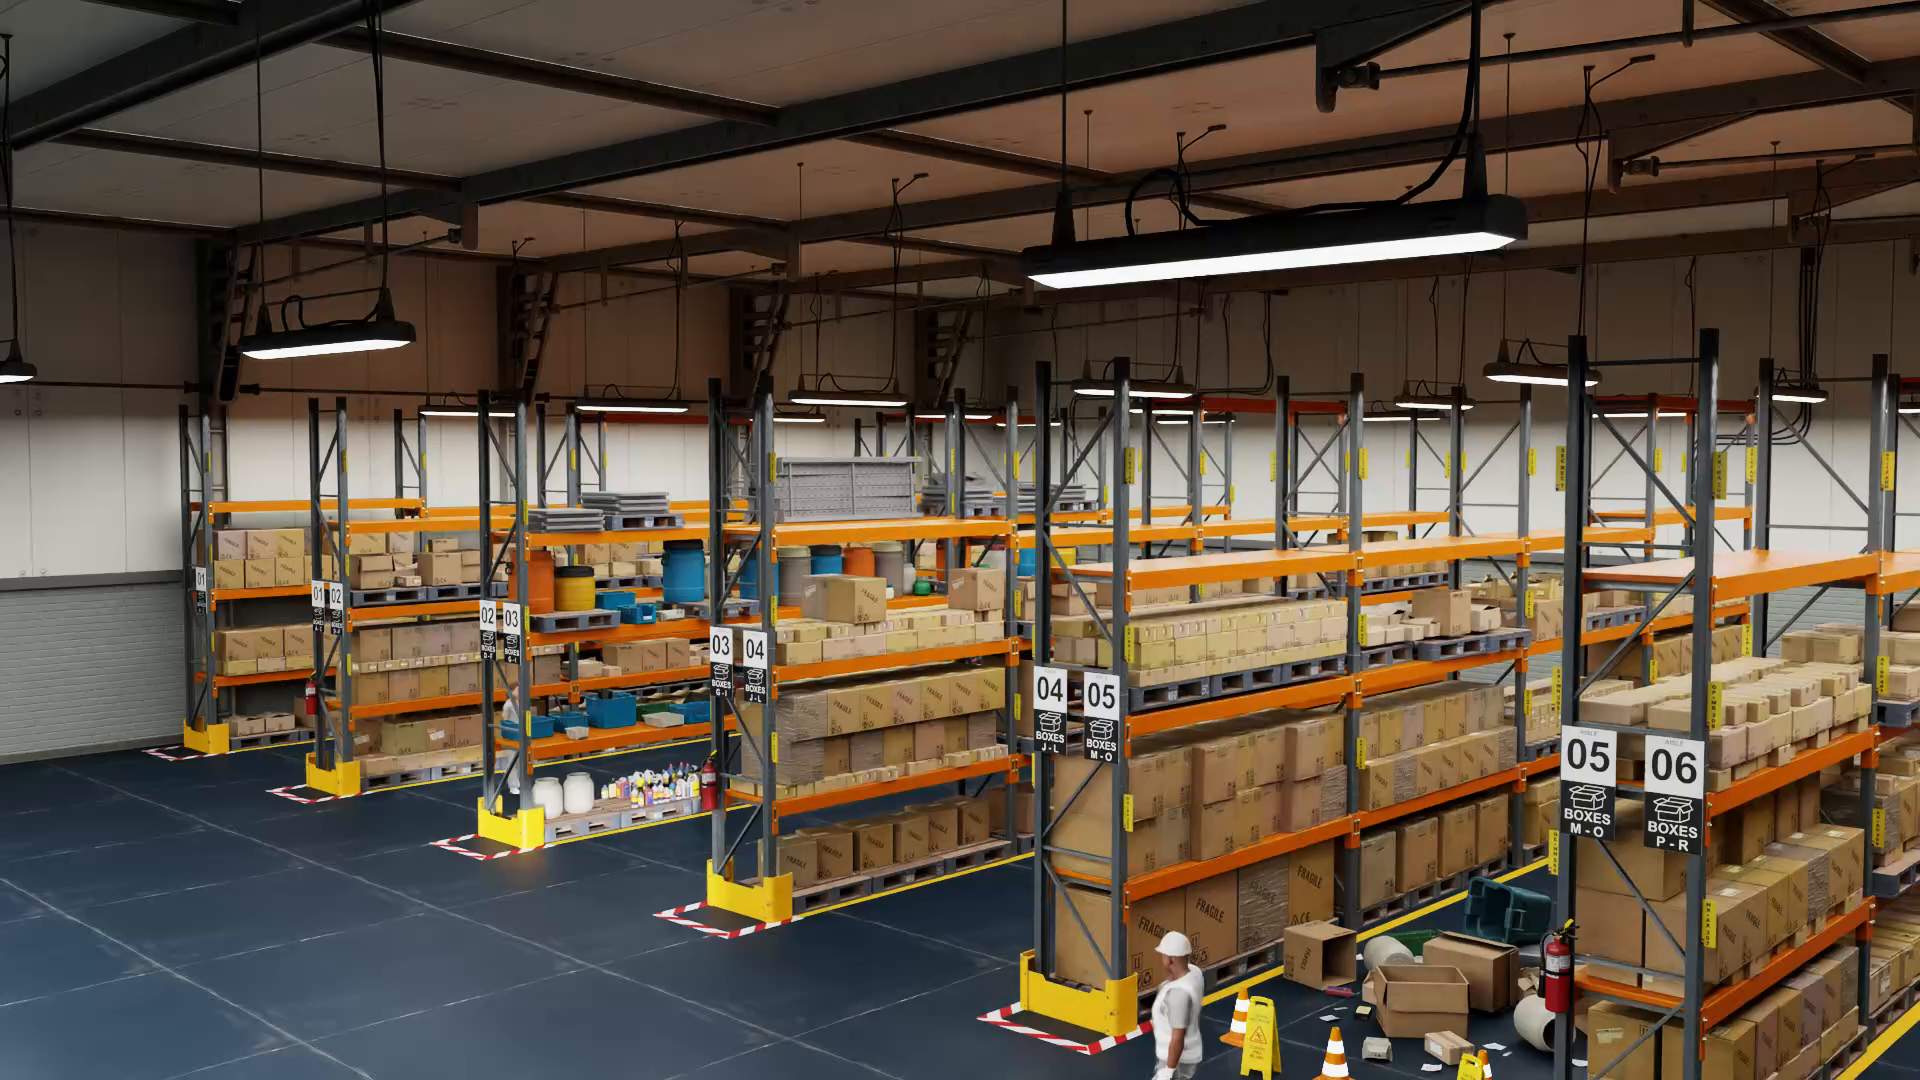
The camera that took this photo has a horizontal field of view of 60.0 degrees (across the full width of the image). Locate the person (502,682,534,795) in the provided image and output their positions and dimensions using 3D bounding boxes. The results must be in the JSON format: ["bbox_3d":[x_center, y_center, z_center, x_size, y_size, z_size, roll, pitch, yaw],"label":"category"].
[{"bbox_3d":[-6.731,2.990,25.298,0.565,1.674,0.536,2,4,36],"label":"person"}]

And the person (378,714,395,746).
[{"bbox_3d":[-9.681,2.807,27.811,0.602,1.759,0.583,-1,3,-13],"label":"person"}]

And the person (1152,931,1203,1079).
[{"bbox_3d":[1.536,3.641,11.713,0.474,1.787,0.640,0,3,8],"label":"person"}]
